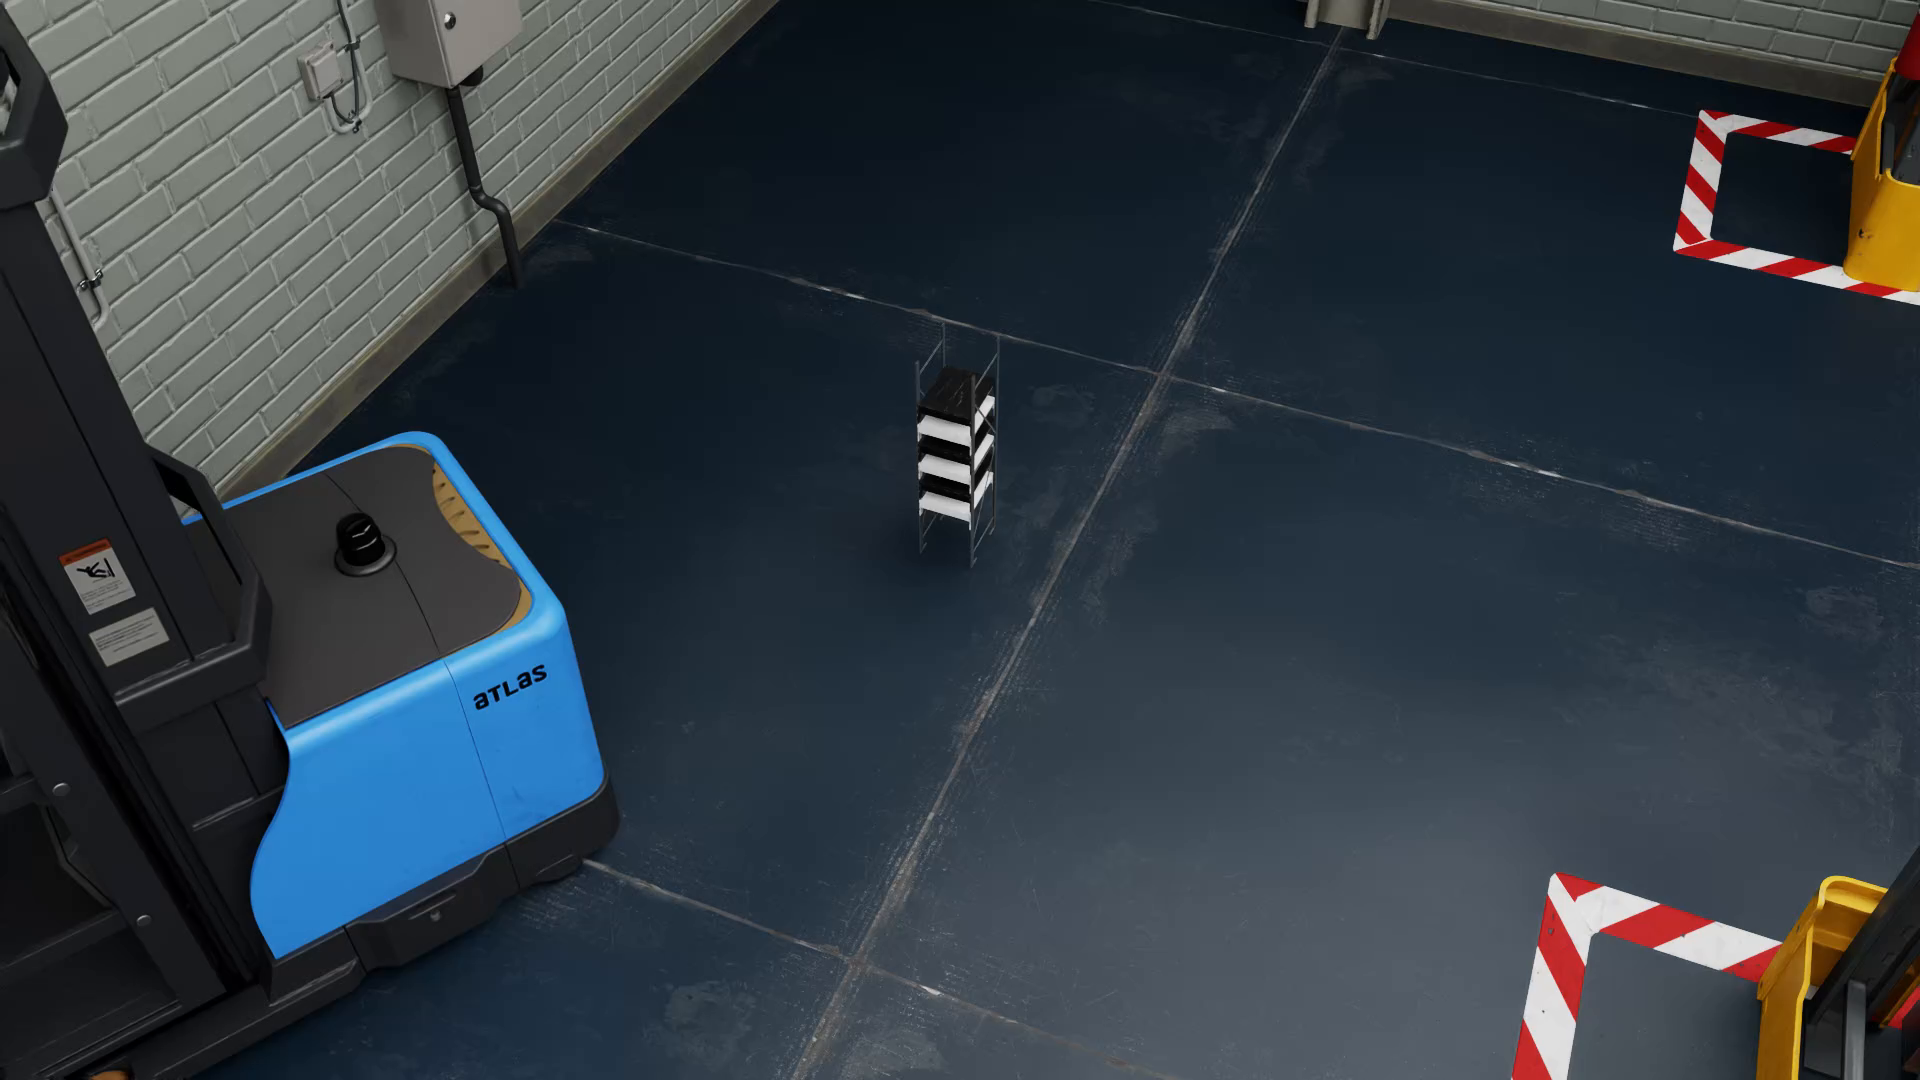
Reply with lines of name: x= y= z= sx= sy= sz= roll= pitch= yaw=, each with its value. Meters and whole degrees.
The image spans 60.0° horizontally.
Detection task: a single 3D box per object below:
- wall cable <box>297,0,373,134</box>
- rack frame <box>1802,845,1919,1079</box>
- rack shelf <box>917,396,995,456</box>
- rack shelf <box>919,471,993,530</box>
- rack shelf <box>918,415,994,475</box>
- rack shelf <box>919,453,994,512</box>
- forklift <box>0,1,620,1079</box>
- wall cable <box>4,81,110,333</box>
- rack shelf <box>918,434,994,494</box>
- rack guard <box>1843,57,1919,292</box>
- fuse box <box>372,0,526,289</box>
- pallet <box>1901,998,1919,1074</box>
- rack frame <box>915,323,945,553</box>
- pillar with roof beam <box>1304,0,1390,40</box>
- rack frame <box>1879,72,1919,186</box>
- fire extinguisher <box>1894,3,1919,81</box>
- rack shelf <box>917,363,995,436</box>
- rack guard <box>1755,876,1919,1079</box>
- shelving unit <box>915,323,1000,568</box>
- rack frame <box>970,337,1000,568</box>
wall cable: x=-2.328 y=-2.162 z=5.576 sx=0.122 sy=1.984 sz=0.588 roll=16 pitch=47 yaw=16
rack frame: x=2.349 y=0.641 z=3.479 sx=0.127 sy=3.000 sz=1.000 roll=16 pitch=47 yaw=16
rack shelf: x=-0.007 y=-0.425 z=5.831 sx=0.200 sy=0.077 sz=0.258 roll=16 pitch=47 yaw=16
rack shelf: x=-0.007 y=-0.170 z=6.085 sx=0.200 sy=0.077 sz=0.258 roll=16 pitch=47 yaw=16
rack shelf: x=-0.007 y=-0.361 z=5.895 sx=0.200 sy=0.077 sz=0.258 roll=16 pitch=47 yaw=16
rack shelf: x=-0.007 y=-0.234 z=6.022 sx=0.200 sy=0.077 sz=0.258 roll=16 pitch=47 yaw=16
forklift: x=-2.571 y=0.241 z=3.930 sx=3.031 sy=2.935 sz=1.130 roll=-26 pitch=51 yaw=-24
wall cable: x=-2.864 y=-1.247 z=4.634 sx=0.123 sy=1.953 sz=0.585 roll=16 pitch=47 yaw=16
rack shelf: x=-0.007 y=-0.298 z=5.958 sx=0.200 sy=0.077 sz=0.258 roll=16 pitch=47 yaw=16
rack guard: x=4.327 y=-1.685 z=7.589 sx=0.348 sy=0.500 sz=1.175 roll=16 pitch=47 yaw=16
fuse box: x=-1.920 y=-1.746 z=6.792 sx=0.414 sy=1.711 sz=0.539 roll=16 pitch=47 yaw=16
pallet: x=3.117 y=1.795 z=4.296 sx=1.213 sy=0.211 sz=1.003 roll=16 pitch=47 yaw=16
rack frame: x=-0.101 y=-0.349 z=5.963 sx=0.006 sy=0.900 sz=0.240 roll=16 pitch=47 yaw=16
pillar with roof beam: x=0.458 y=-3.235 z=3.121 sx=0.400 sy=9.000 sz=9.100 roll=16 pitch=47 yaw=16
rack frame: x=4.257 y=-2.591 z=6.728 sx=0.127 sy=3.000 sz=1.000 roll=16 pitch=47 yaw=16
fire extinguisher: x=3.943 y=-2.171 z=6.624 sx=0.183 sy=0.674 sz=0.296 roll=16 pitch=47 yaw=16
rack shelf: x=-0.007 y=-0.489 z=5.768 sx=0.200 sy=0.077 sz=0.258 roll=16 pitch=47 yaw=16
rack guard: x=2.327 y=1.520 z=4.368 sx=0.348 sy=0.500 sz=1.175 roll=16 pitch=47 yaw=16
shelving unit: x=-0.007 y=-0.321 z=5.935 sx=0.210 sy=0.900 sz=0.258 roll=16 pitch=47 yaw=16
rack frame: x=0.086 y=-0.294 z=5.907 sx=0.006 sy=0.900 sz=0.240 roll=16 pitch=47 yaw=16
